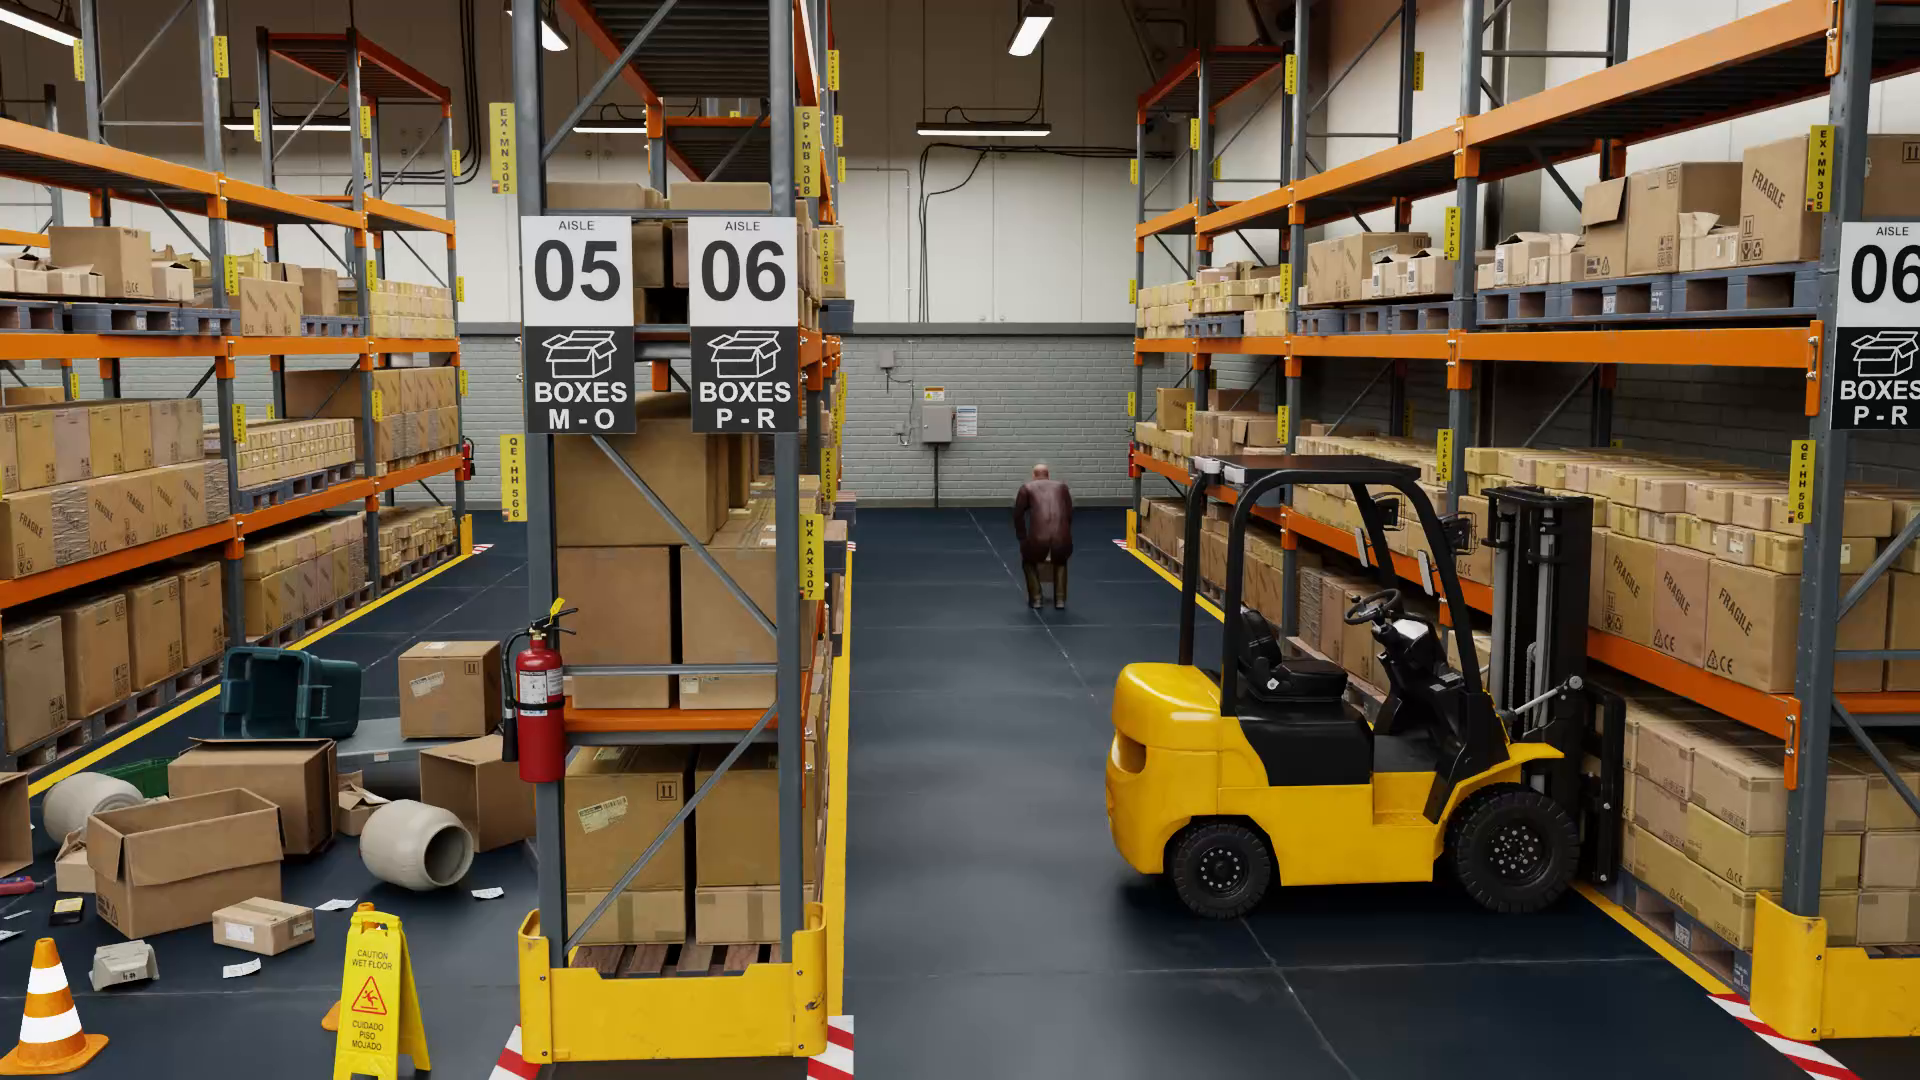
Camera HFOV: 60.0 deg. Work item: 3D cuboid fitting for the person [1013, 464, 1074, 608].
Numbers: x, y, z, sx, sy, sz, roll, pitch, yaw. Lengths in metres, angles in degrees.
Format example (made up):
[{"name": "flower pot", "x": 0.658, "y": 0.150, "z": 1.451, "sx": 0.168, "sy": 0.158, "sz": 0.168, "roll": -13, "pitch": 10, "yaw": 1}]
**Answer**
[{"name": "person", "x": 0.878, "y": -0.038, "z": 17.411, "sx": 0.629, "sy": 1.483, "sz": 0.680, "roll": 0, "pitch": 7, "yaw": -3}]
